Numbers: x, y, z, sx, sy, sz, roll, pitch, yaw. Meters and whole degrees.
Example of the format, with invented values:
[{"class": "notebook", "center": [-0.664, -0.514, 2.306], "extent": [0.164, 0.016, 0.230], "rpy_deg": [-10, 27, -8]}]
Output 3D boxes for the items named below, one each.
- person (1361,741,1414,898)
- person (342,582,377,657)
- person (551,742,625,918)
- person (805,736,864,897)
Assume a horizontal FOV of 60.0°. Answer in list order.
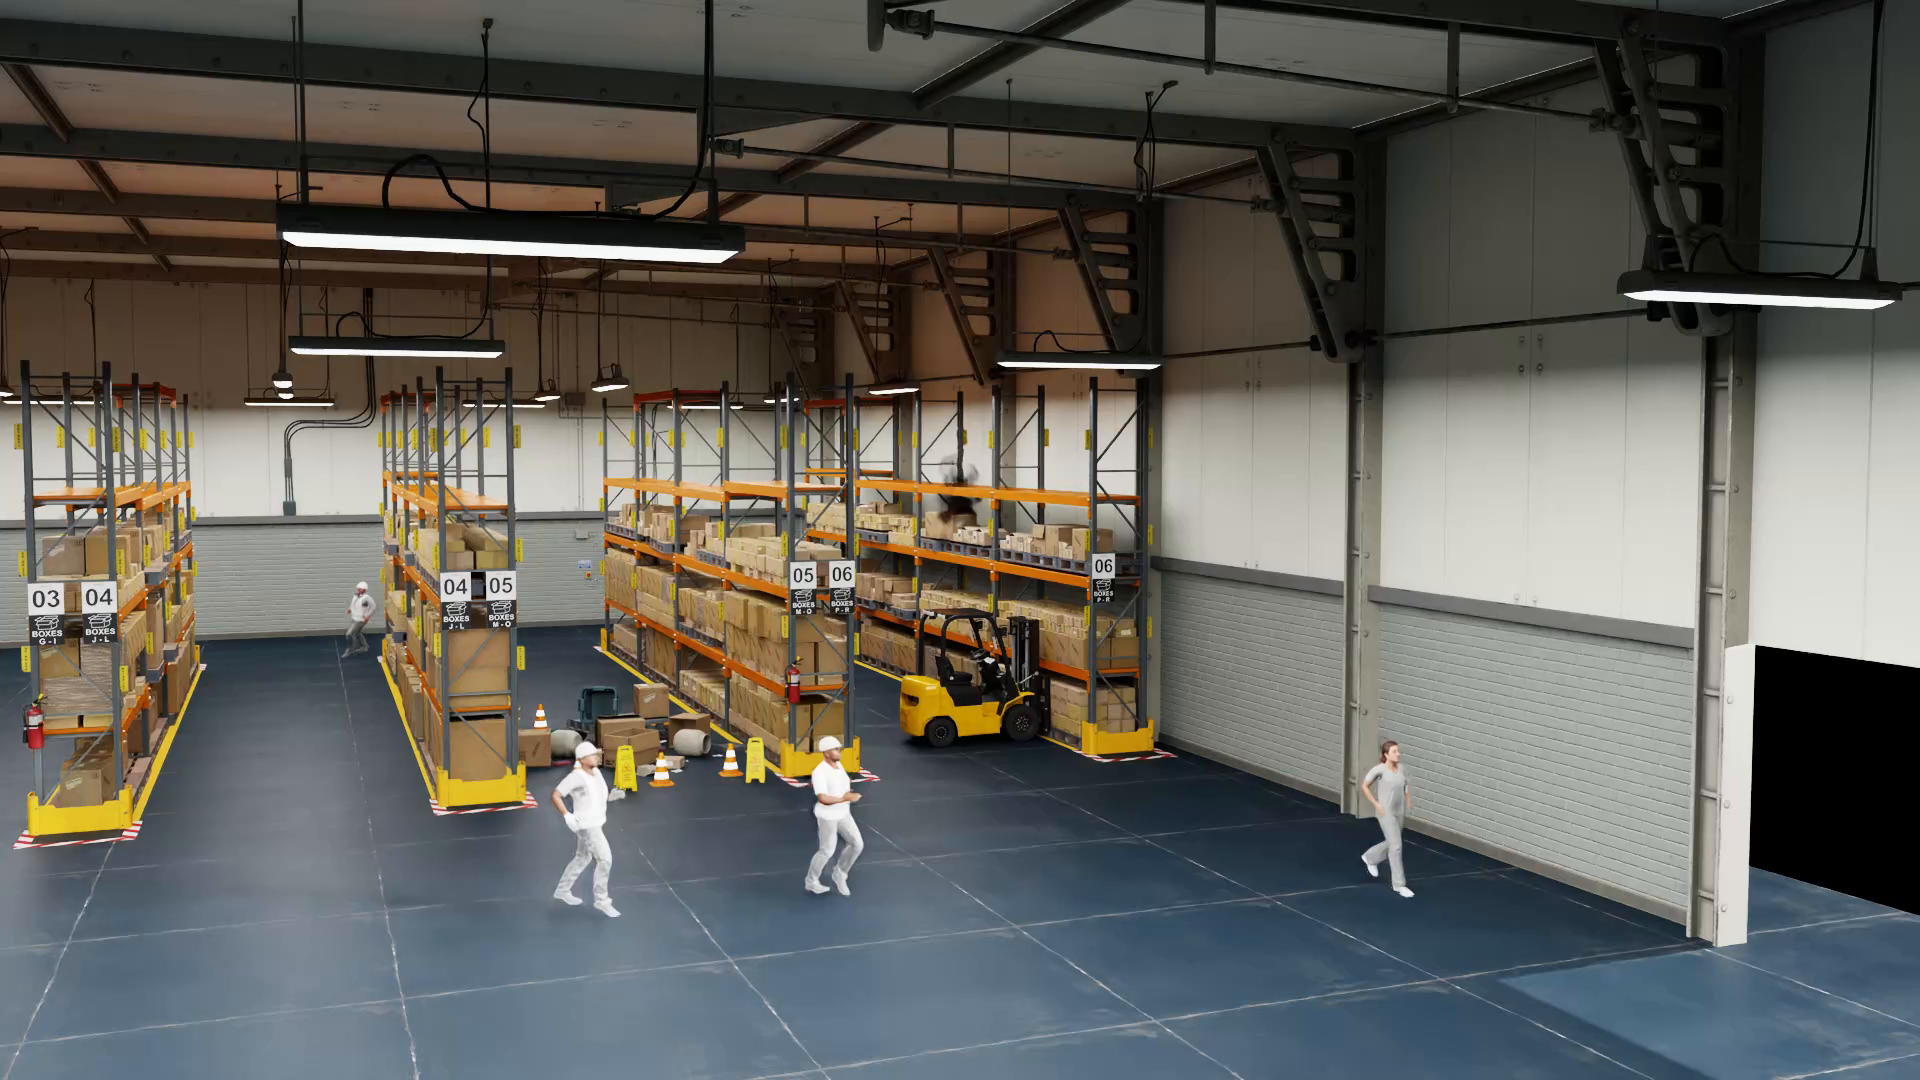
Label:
[{"class": "person", "center": [4.776, 3.063, 18.506], "extent": [0.574, 1.675, 0.818], "rpy_deg": [-2, 4, -28]}, {"class": "person", "center": [-13.886, 1.843, 38.474], "extent": [0.795, 1.775, 0.672], "rpy_deg": [3, 4, 39]}, {"class": "person", "center": [-3.931, 3.049, 17.545], "extent": [0.799, 1.843, 0.663], "rpy_deg": [0, 3, 4]}, {"class": "person", "center": [-1.367, 3.031, 18.162], "extent": [0.711, 1.783, 0.671], "rpy_deg": [2, 4, 27]}]
